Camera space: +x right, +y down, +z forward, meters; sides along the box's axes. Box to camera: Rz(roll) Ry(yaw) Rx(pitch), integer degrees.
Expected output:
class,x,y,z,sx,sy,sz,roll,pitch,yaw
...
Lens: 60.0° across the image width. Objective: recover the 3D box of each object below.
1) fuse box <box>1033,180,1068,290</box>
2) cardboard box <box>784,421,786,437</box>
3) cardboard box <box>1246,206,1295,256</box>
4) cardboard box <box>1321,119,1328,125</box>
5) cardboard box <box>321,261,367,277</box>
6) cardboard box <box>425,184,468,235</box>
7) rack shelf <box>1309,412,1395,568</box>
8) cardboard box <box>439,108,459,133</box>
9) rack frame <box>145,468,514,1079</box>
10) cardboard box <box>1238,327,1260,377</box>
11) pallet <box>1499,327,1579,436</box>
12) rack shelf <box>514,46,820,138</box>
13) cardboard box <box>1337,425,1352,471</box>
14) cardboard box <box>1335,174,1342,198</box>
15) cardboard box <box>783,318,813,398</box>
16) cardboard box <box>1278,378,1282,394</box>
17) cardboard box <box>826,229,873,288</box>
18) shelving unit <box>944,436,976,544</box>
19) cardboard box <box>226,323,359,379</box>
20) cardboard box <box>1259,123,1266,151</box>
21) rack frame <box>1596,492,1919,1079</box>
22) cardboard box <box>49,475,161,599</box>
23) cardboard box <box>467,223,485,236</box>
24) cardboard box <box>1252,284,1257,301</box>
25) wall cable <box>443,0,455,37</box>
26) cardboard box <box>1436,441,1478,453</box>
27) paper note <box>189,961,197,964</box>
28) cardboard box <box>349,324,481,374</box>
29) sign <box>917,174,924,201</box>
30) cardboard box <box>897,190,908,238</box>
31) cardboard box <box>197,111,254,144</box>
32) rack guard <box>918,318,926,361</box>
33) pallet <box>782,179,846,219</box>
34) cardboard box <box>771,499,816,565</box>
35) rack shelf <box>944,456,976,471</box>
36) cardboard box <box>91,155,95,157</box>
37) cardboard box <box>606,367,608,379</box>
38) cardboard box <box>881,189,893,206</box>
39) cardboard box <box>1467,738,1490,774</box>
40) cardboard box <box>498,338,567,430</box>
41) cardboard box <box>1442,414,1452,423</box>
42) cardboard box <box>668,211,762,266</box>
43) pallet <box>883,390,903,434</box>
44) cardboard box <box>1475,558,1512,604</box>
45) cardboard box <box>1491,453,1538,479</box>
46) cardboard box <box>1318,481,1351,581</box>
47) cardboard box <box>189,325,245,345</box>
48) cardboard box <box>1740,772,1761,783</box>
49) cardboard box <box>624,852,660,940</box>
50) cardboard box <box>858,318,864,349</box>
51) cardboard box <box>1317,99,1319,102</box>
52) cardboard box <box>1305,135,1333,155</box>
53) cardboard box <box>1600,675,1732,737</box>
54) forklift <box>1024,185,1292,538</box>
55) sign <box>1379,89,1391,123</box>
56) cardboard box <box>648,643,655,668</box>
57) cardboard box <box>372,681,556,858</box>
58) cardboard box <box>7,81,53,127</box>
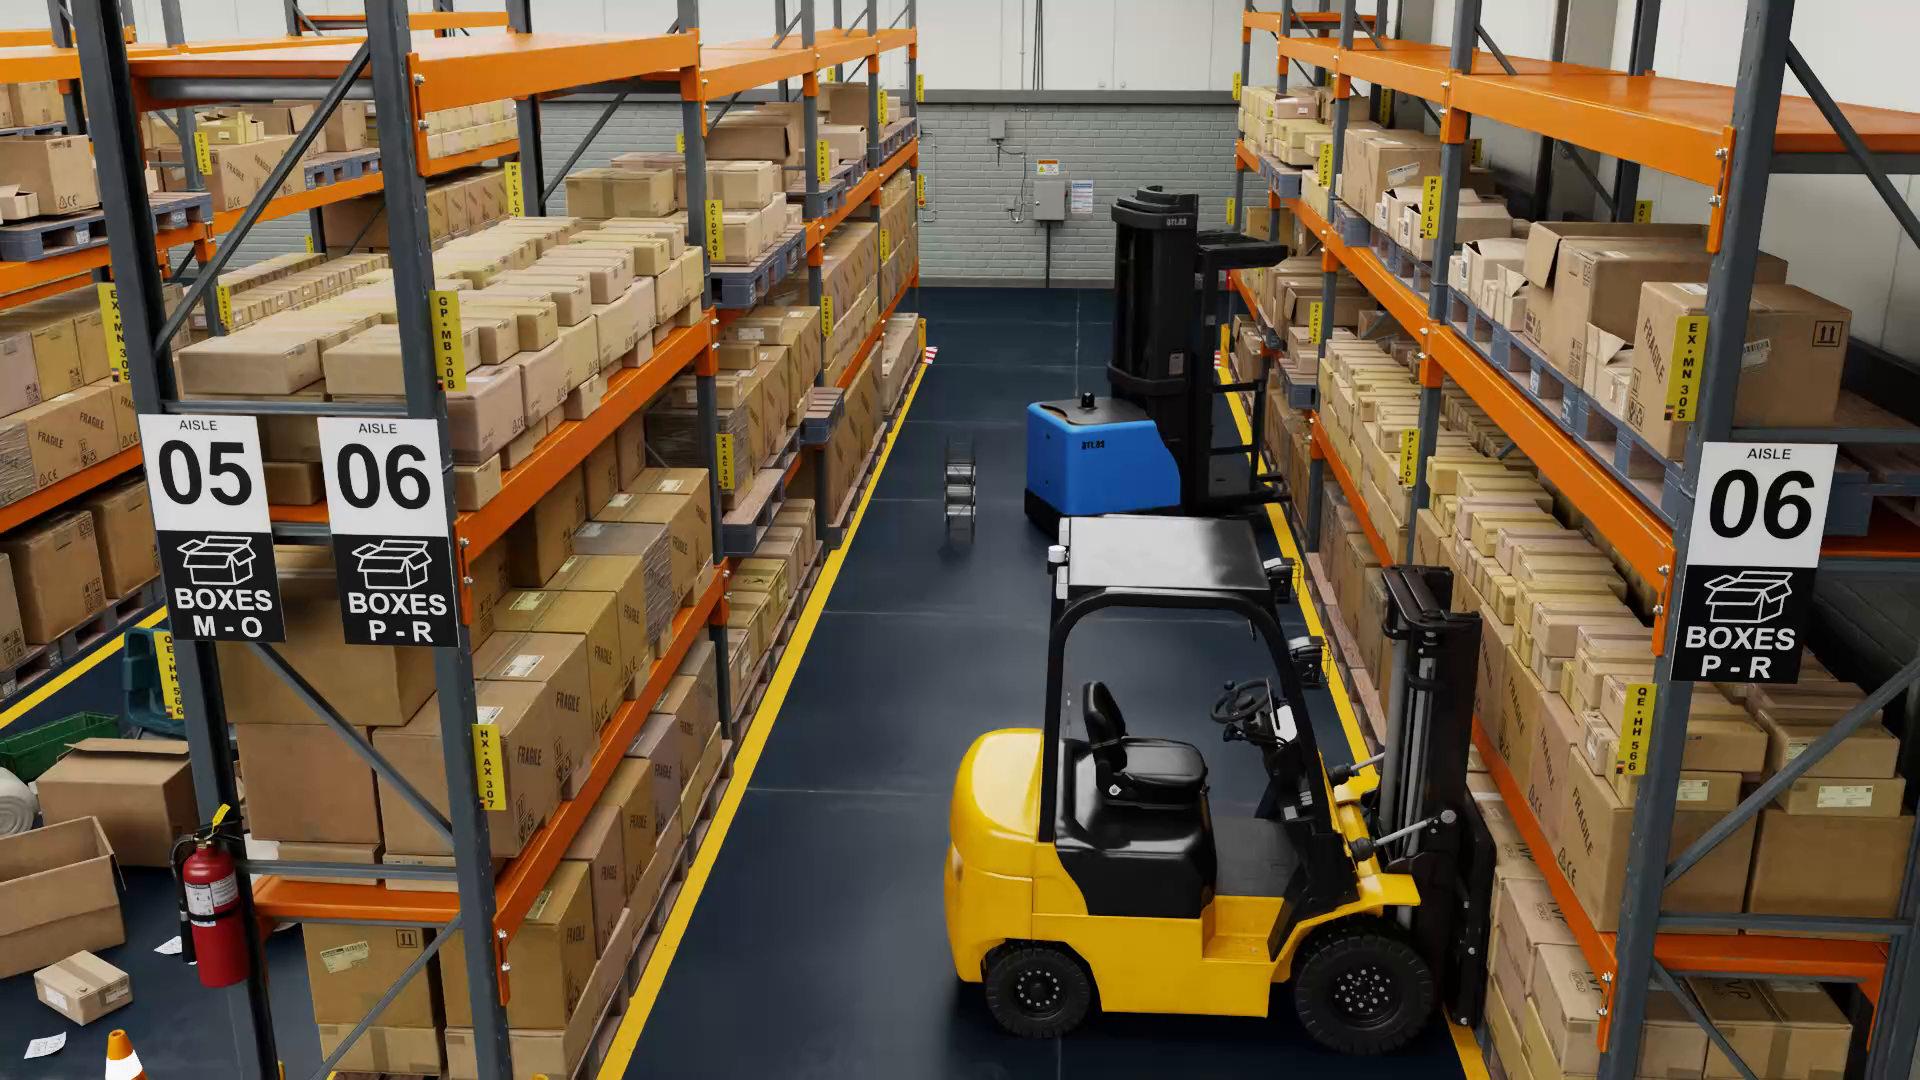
class,x,y,z,sx,sy,sz,roll,pitch,yaw
fuse box,1.428,-4.824,26.399,0.539,1.711,0.414,1,18,4
cardboard box,-1.432,-0.783,11.723,0.380,0.149,0.250,1,18,2
cardboard box,3.505,-3.493,18.825,0.500,0.500,0.500,2,18,5
cardboard box,3.721,-4.024,16.160,0.380,0.149,0.250,1,18,3
cardboard box,-6.142,-2.684,16.571,0.380,0.149,0.250,1,18,2
cardboard box,-5.905,-3.730,18.745,0.500,0.500,0.500,2,18,5
rack shelf,3.196,-0.220,11.432,1.077,0.370,4.000,1,18,4
cardboard box,-5.905,-4.660,18.449,0.500,0.250,0.500,2,18,5
rack frame,-2.185,1.192,5.968,1.000,3.000,0.127,1,18,4
cardboard box,3.675,-2.227,19.741,0.700,0.500,0.500,2,18,6
pallet,2.927,-0.681,7.008,1.003,0.211,1.213,1,18,4
rack shelf,-1.755,-2.990,10.895,1.077,0.370,4.000,1,18,4
cardboard box,2.993,-0.663,11.870,0.500,0.250,0.500,1,18,2
cardboard box,3.012,-2.643,12.394,0.380,0.166,0.250,1,18,4
cardboard box,-1.393,-1.373,12.482,0.500,0.500,0.500,1,18,3
cardboard box,3.393,-1.552,16.640,0.380,0.149,0.250,1,18,2
cardboard box,-1.136,-2.752,16.239,0.500,0.500,0.500,2,18,5
shelving unit,0.001,-0.430,14.291,0.258,0.900,0.210,1,18,4
cardboard box,-2.398,-0.684,5.998,0.380,0.149,0.250,2,18,5
cardboard box,3.438,-4.238,17.485,0.500,0.250,0.500,1,18,2
rack frame,2.766,1.302,5.633,1.000,3.000,0.127,1,18,4
cardboard box,-6.749,-0.043,12.677,1.050,0.750,0.750,2,18,5
cardboard box,-5.873,-3.428,19.428,0.500,0.500,0.500,2,18,7
cardboard box,3.425,-2.734,18.353,0.380,0.149,0.250,1,18,3
wall cable,-7.079,-10.057,25.498,2.277,5.999,0.120,1,18,4
cardboard box,2.856,-0.488,9.893,0.380,0.149,0.250,1,18,3
paper note,-3.739,2.047,8.159,0.032,0.001,0.123,1,18,4
cardboard box,-1.954,-0.677,5.978,0.380,0.149,0.250,1,18,4
sign,-0.498,-4.424,20.866,0.100,0.325,0.005,1,18,4
cardboard box,-0.882,-3.828,19.523,0.500,0.500,0.500,1,18,4
cardboard box,-6.215,-3.488,14.043,0.396,0.266,0.258,1,18,4
rack guard,-1.036,-2.597,21.545,1.175,0.500,0.348,1,18,4
pallet,-1.618,-2.829,13.727,1.213,0.211,1.003,2,18,6
cardboard box,-1.662,-0.068,13.359,0.950,0.372,0.625,0,18,0
rack shelf,0.001,-0.655,14.217,0.258,0.077,0.200,1,18,4
cardboard box,-6.827,-2.782,12.587,0.500,0.311,0.500,1,18,4
cardboard box,-1.823,-0.773,7.552,0.380,0.149,0.250,1,18,3
cardboard box,-0.938,-3.776,18.321,0.380,0.149,0.250,1,18,2
cardboard box,2.634,1.148,8.238,0.500,0.250,0.500,2,18,6
cardboard box,-1.838,-0.610,6.413,0.500,0.250,0.500,1,18,3
cardboard box,3.467,-0.733,11.281,0.500,0.250,0.500,1,18,3
cardboard box,-1.457,-1.776,9.776,0.500,0.250,0.500,1,18,2
pallet,-1.192,-1.444,18.491,1.003,0.211,1.213,1,18,4
cardboard box,2.647,0.194,7.812,0.380,0.149,0.250,1,18,2
cardboard box,3.292,-0.401,9.626,0.380,0.149,0.250,1,18,3
cardboard box,3.281,-0.061,12.930,0.875,0.625,0.625,2,18,6
cardboard box,-6.321,-1.739,14.163,0.380,0.149,0.250,2,18,6
cardboard box,3.003,0.768,6.059,0.380,0.149,0.250,1,18,4
cardboard box,-1.781,1.727,8.077,0.500,0.250,0.500,3,18,8
cardboard box,-1.198,-2.004,15.963,0.500,0.250,0.500,1,18,2
cardboard box,3.967,-4.467,17.381,0.500,0.250,0.500,1,18,2
cardboard box,3.162,-3.384,14.239,0.380,0.149,0.250,1,18,4
cardboard box,2.568,0.611,6.060,0.380,0.149,0.250,1,18,4
forklift,2.152,-1.599,14.595,3.031,2.935,1.130,-6,19,-19
sign,4.180,-4.272,16.364,0.100,0.325,0.005,1,18,4
cardboard box,-1.735,0.570,8.269,0.380,0.149,0.250,1,18,3
cardboard box,-1.874,0.862,6.336,0.500,0.500,0.500,1,18,3
cardboard box,-10.991,-5.047,19.194,0.700,0.500,0.500,2,18,6
